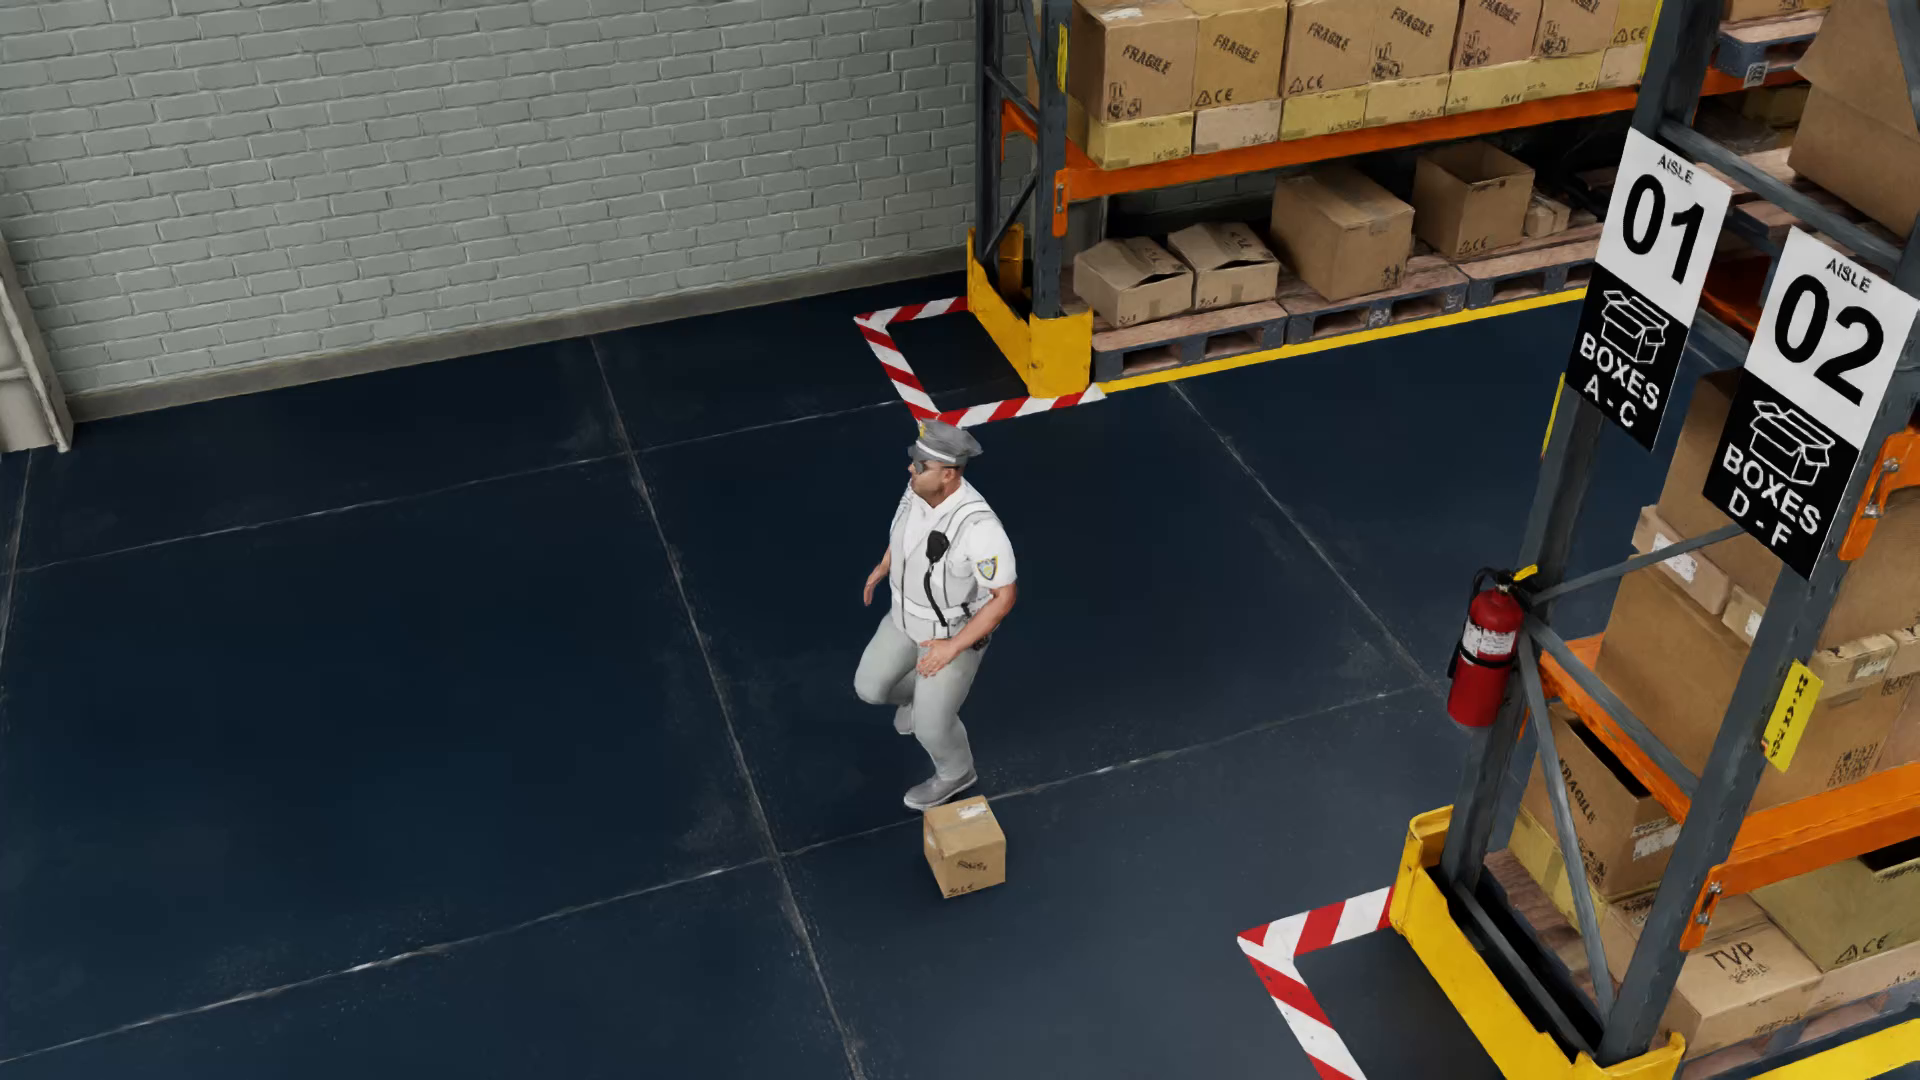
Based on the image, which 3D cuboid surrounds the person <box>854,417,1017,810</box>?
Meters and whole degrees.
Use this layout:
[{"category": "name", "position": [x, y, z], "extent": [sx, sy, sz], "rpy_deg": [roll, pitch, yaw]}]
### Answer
[{"category": "person", "position": [-0.097, 0.314, 6.381], "extent": [0.503, 1.749, 0.714], "rpy_deg": [-27, 45, -30]}]
